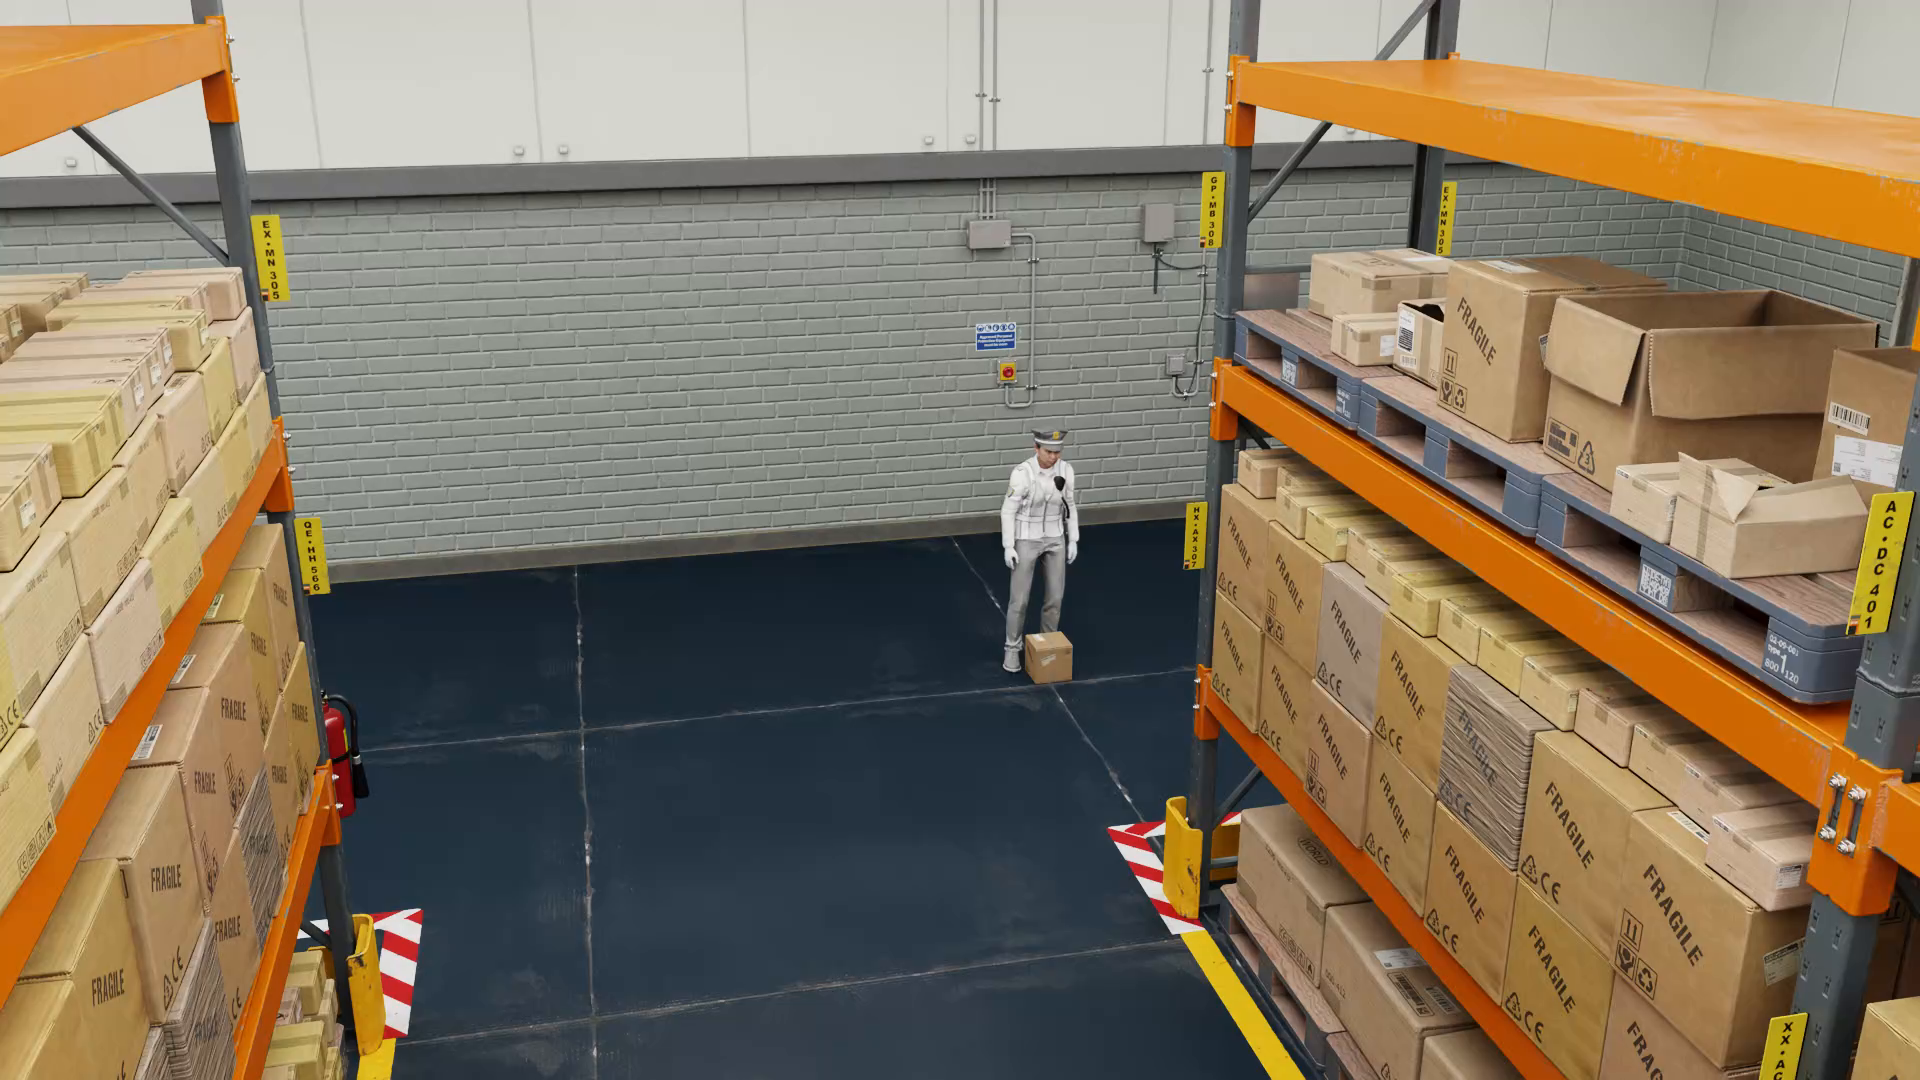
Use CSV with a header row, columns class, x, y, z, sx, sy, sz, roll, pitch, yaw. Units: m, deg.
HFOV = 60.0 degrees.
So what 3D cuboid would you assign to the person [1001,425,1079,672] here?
class,x,y,z,sx,sy,sz,roll,pitch,yaw
person,0.530,0.033,10.973,0.545,1.663,0.376,-6,21,-16
